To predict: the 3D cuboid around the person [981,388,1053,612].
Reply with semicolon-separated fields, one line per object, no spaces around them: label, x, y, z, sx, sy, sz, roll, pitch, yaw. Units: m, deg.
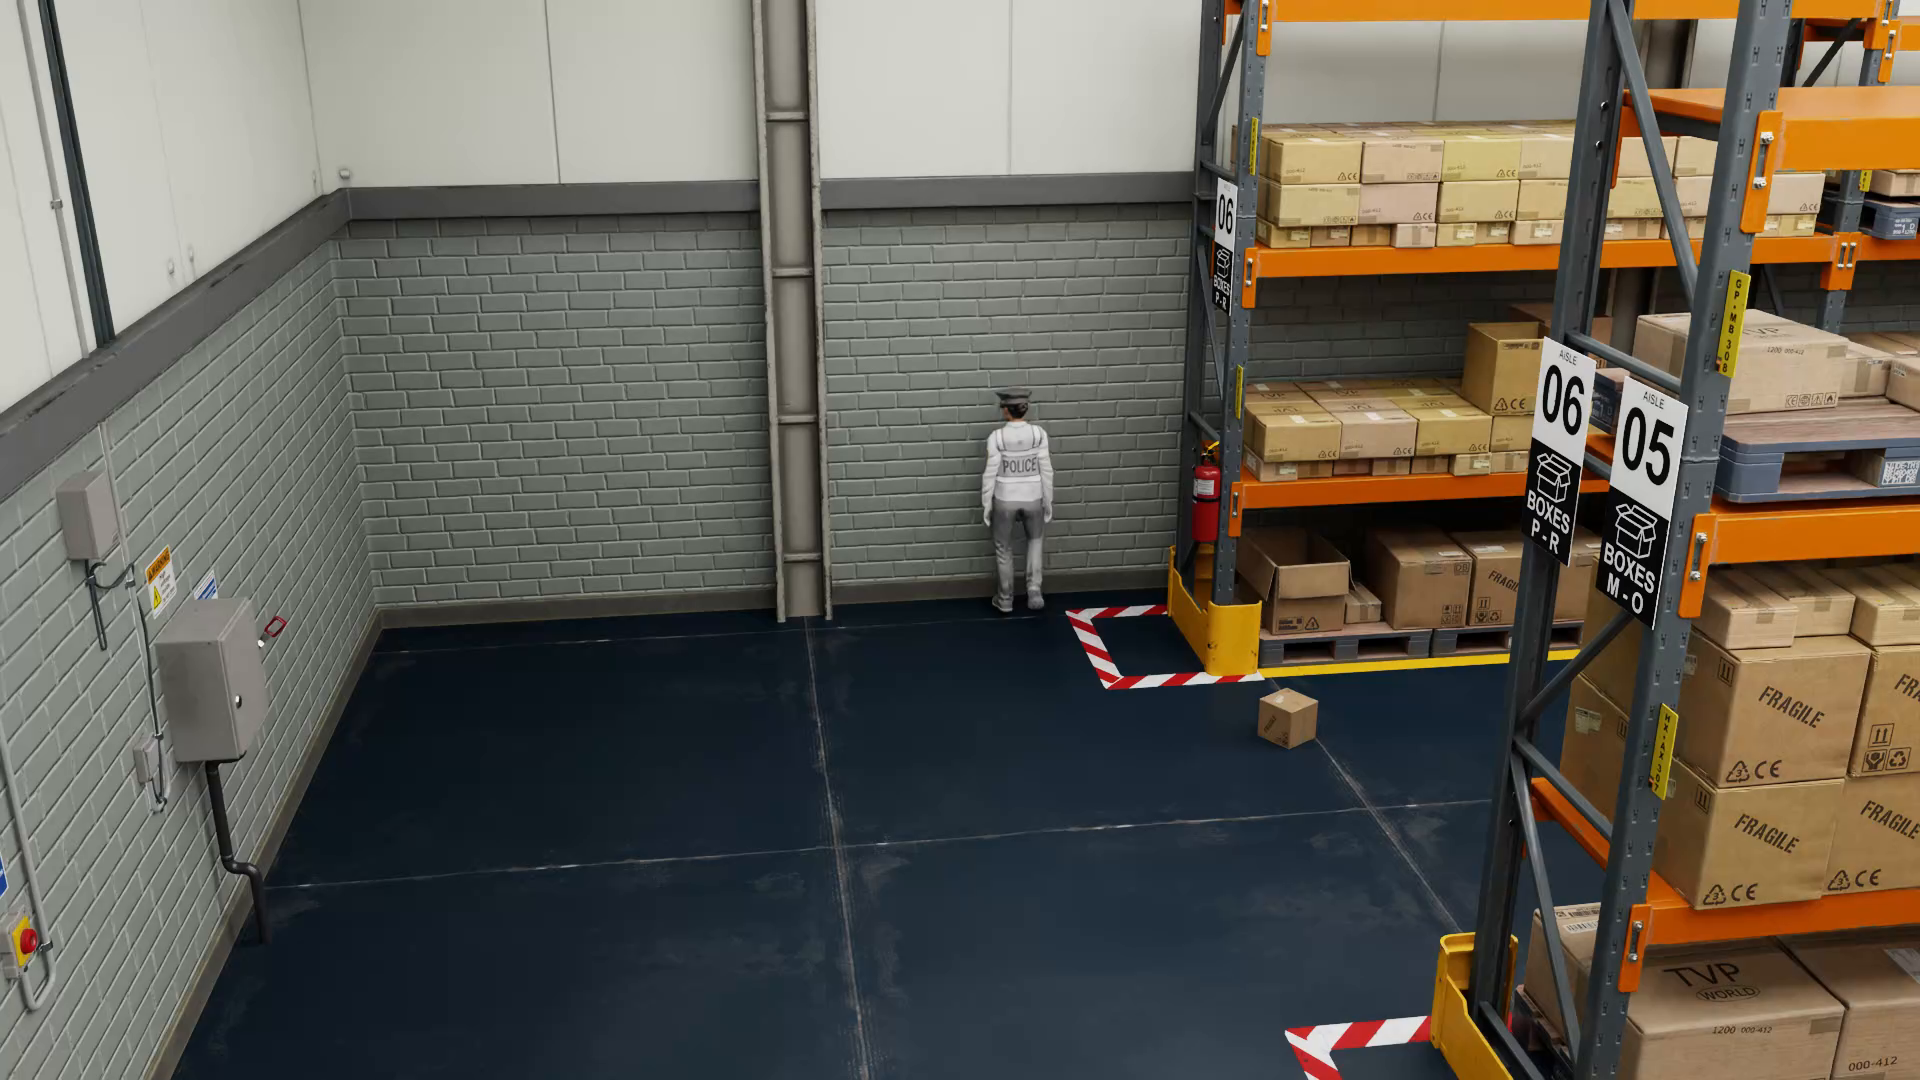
person;12.980;-0.641;6.686;23.686;5.853;13.965;-3;20;-9
